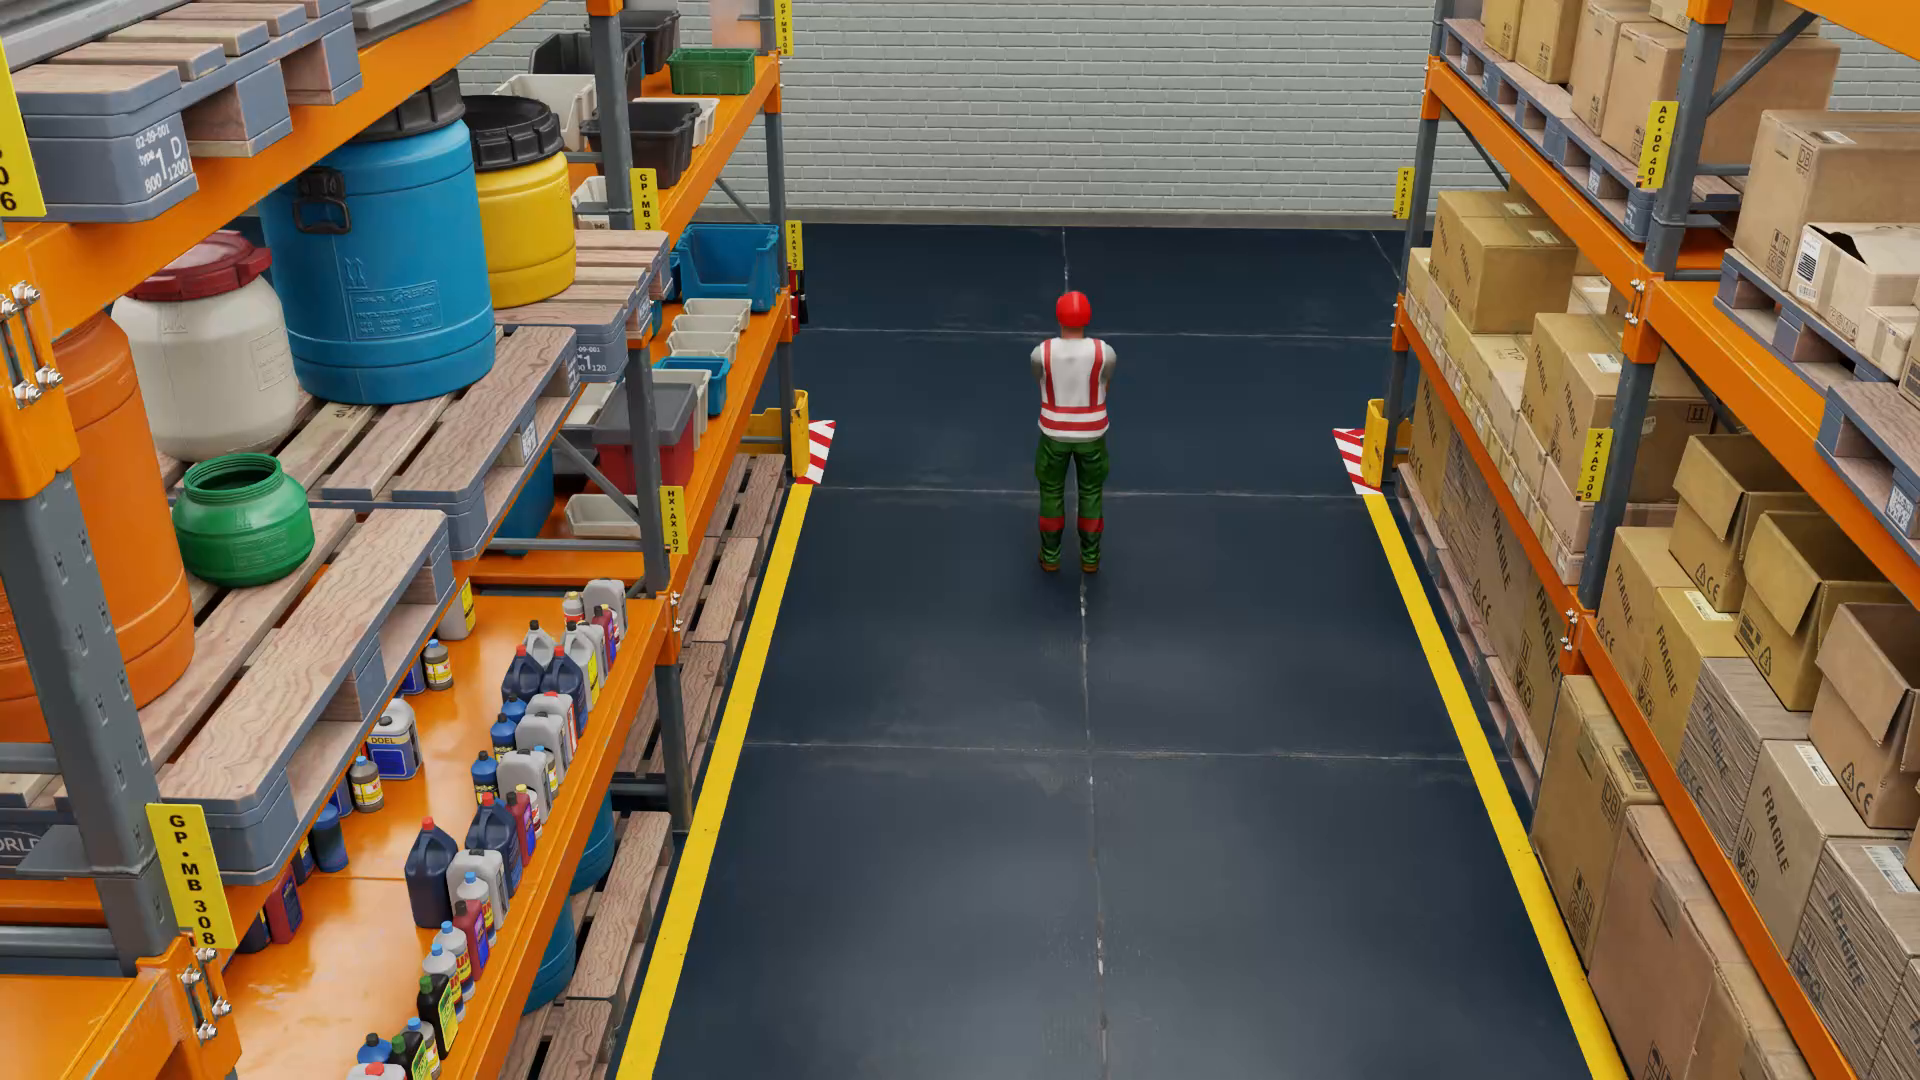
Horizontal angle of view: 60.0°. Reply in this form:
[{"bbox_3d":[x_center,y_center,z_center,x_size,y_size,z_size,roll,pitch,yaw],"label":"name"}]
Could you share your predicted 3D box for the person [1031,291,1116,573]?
[{"bbox_3d":[0.660,-0.681,9.897,0.494,1.782,0.560,1,28,3],"label":"person"}]
